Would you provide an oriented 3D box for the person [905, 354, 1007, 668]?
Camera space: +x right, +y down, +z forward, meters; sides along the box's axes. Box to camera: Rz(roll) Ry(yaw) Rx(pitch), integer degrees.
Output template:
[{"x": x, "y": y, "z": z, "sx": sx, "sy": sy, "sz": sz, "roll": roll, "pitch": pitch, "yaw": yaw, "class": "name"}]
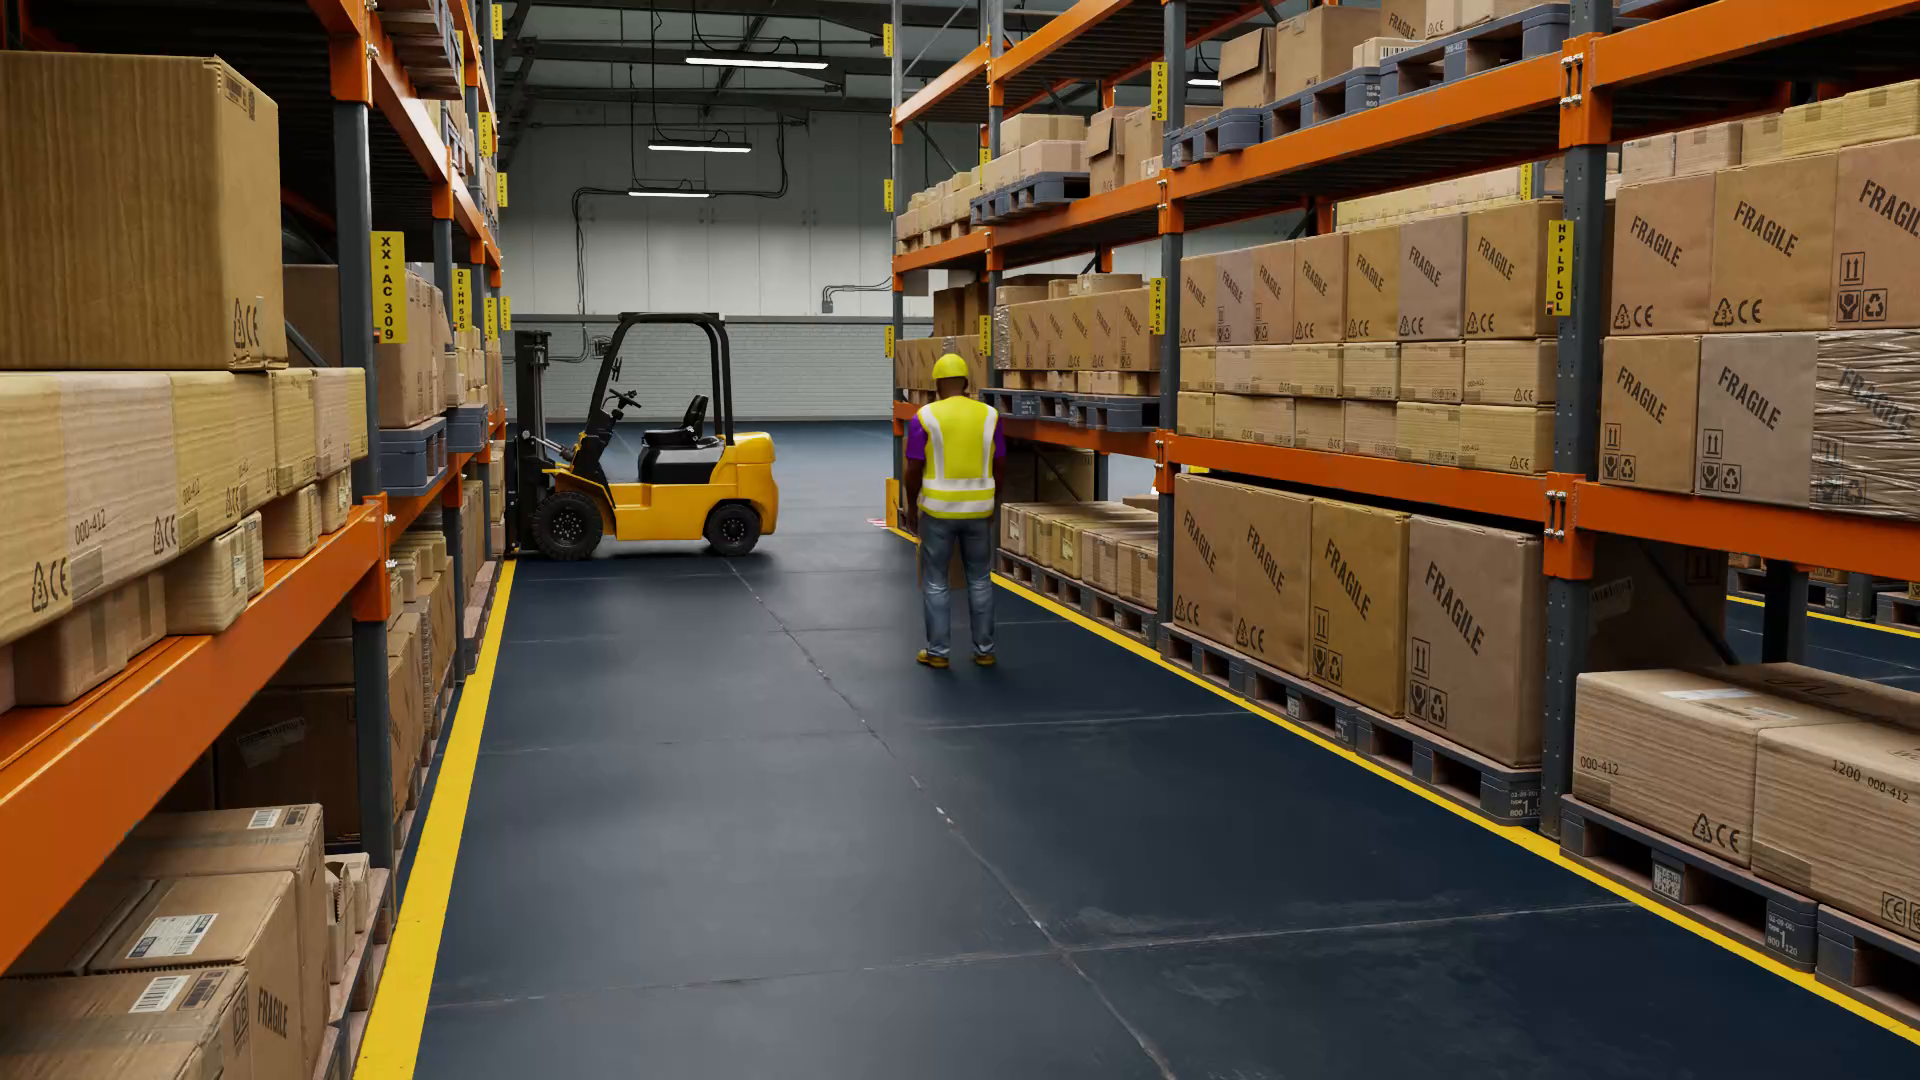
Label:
[{"x": -0.027, "y": -0.165, "z": 9.401, "sx": 0.589, "sy": 1.765, "sz": 0.425, "roll": -2, "pitch": 6, "yaw": -15, "class": "person"}]
